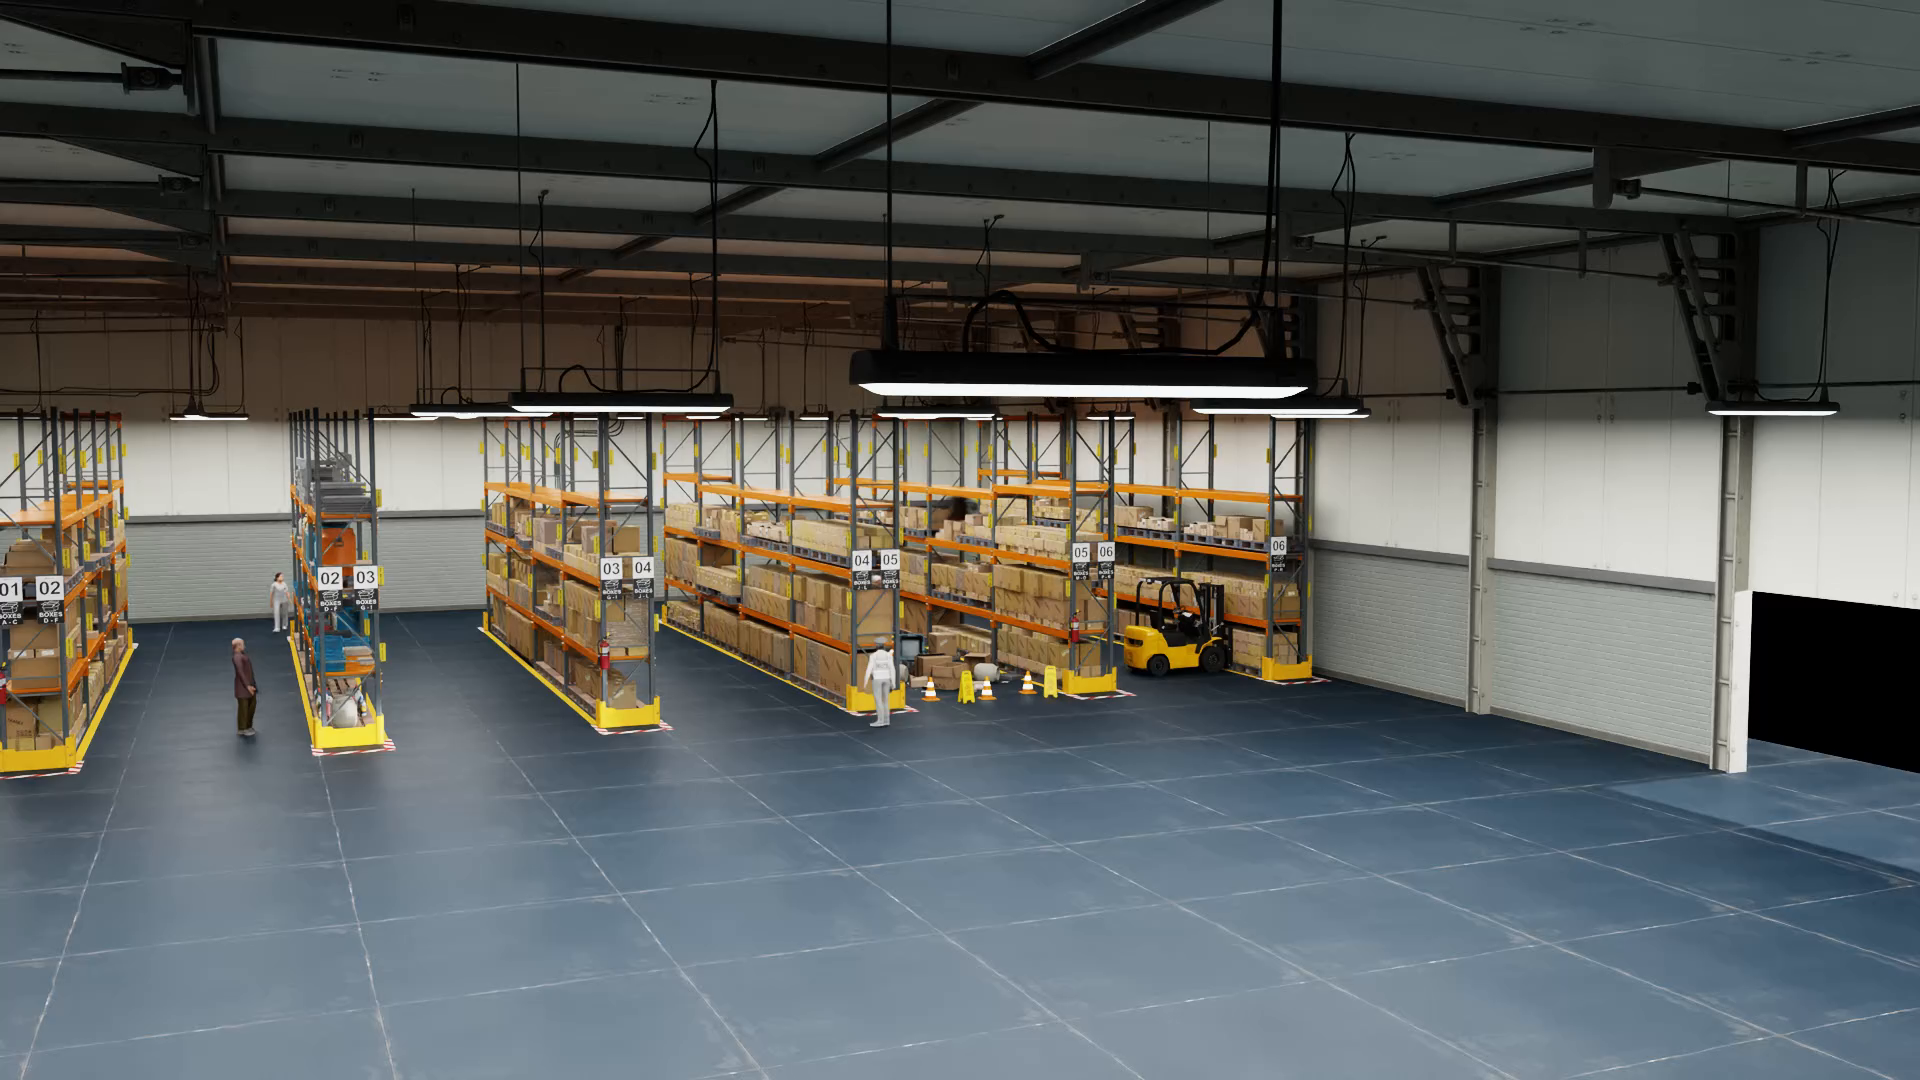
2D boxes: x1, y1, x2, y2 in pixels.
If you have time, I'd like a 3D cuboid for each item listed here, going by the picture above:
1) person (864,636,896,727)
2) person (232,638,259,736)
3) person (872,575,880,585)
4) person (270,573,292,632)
[{"bbox_3d":[-1.512,2.680,31.459,0.568,1.708,0.362,-2,4,-21],"label":"person"},{"bbox_3d":[-13.151,2.712,30.615,0.543,1.829,0.672,0,4,1],"label":"person"},{"bbox_3d":[-1.986,1.714,40.282,0.606,1.787,0.504,1,4,12],"label":"person"},{"bbox_3d":[-18.639,1.699,45.660,0.571,1.613,1.032,-1,4,-20],"label":"person"}]
